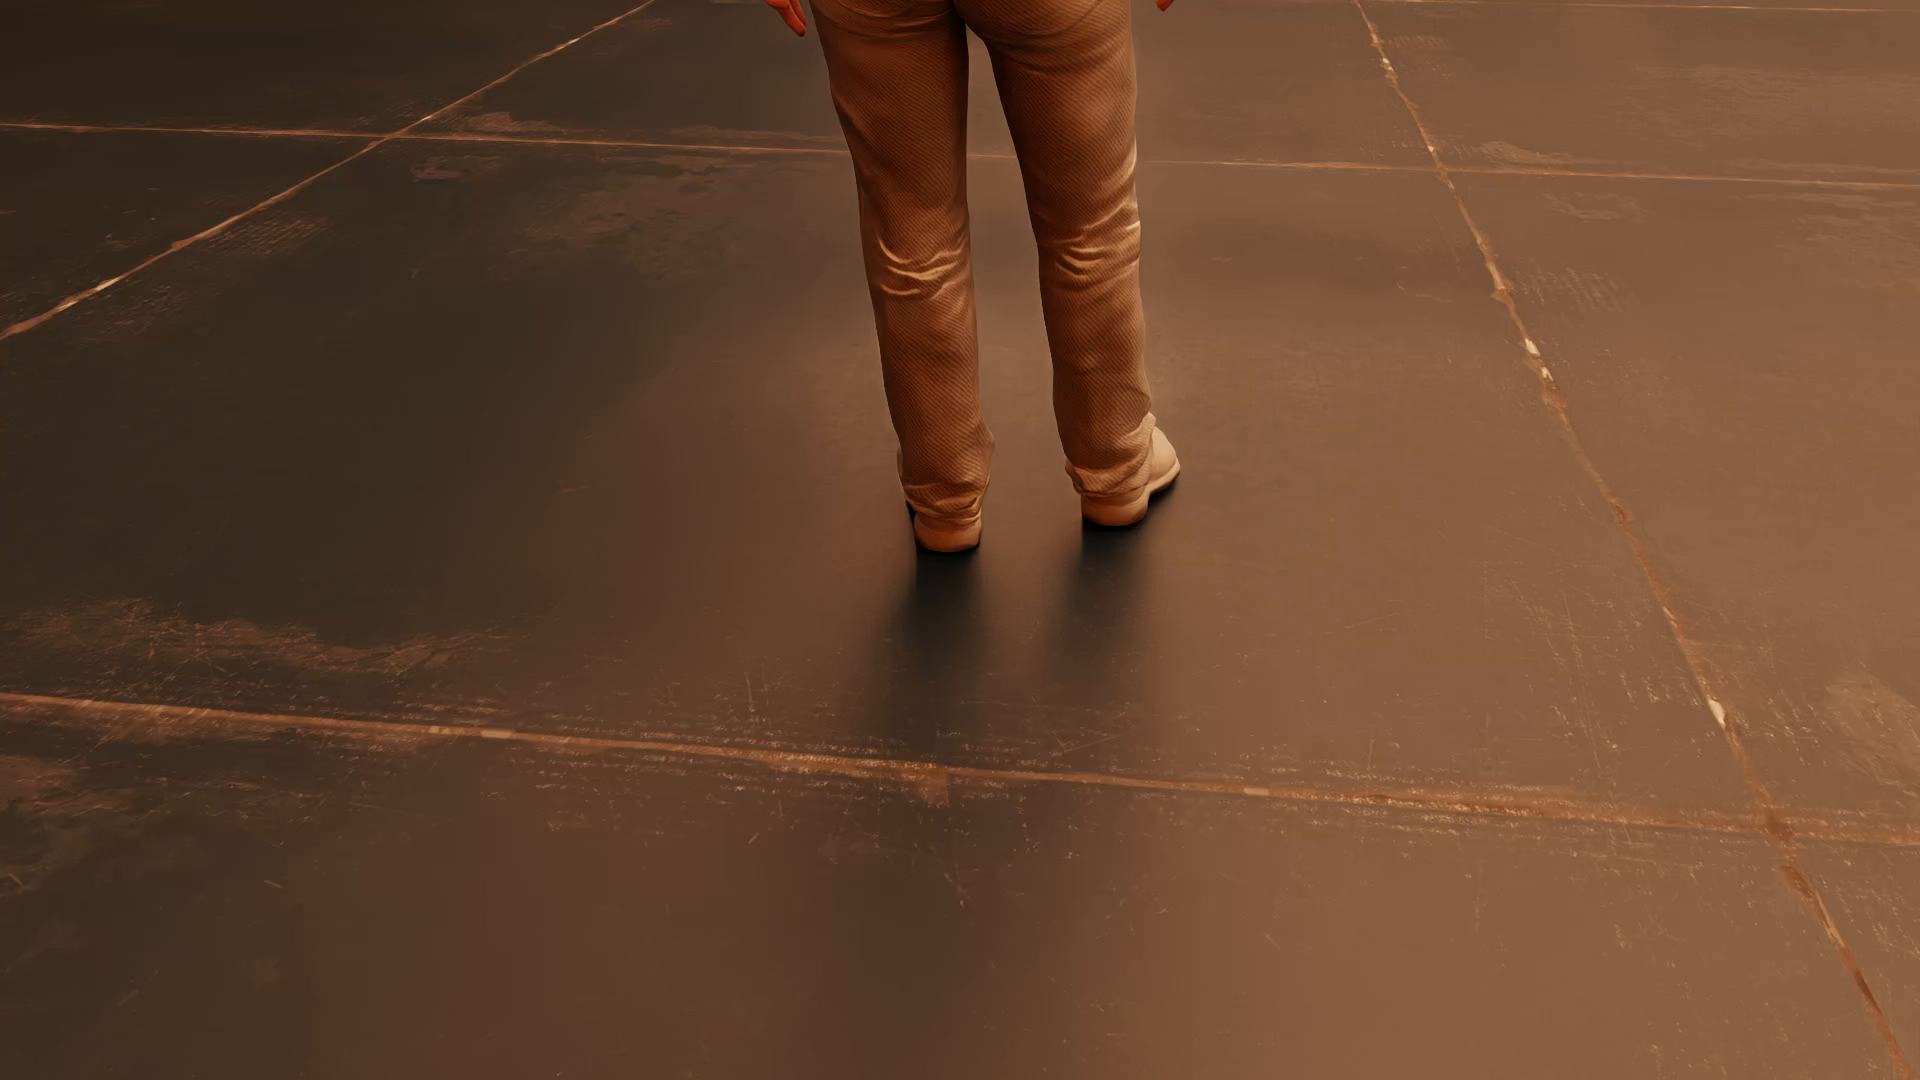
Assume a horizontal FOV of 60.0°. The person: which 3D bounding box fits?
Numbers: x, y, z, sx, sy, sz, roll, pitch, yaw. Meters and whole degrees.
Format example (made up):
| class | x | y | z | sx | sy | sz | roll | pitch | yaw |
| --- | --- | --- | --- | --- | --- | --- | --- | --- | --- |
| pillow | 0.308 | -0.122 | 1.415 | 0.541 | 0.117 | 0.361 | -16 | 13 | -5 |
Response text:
| class | x | y | z | sx | sy | sz | roll | pitch | yaw |
| --- | --- | --- | --- | --- | --- | --- | --- | --- | --- |
| person | 0.016 | -0.826 | 2.157 | 0.634 | 1.770 | 0.566 | 3 | 27 | 7 |
